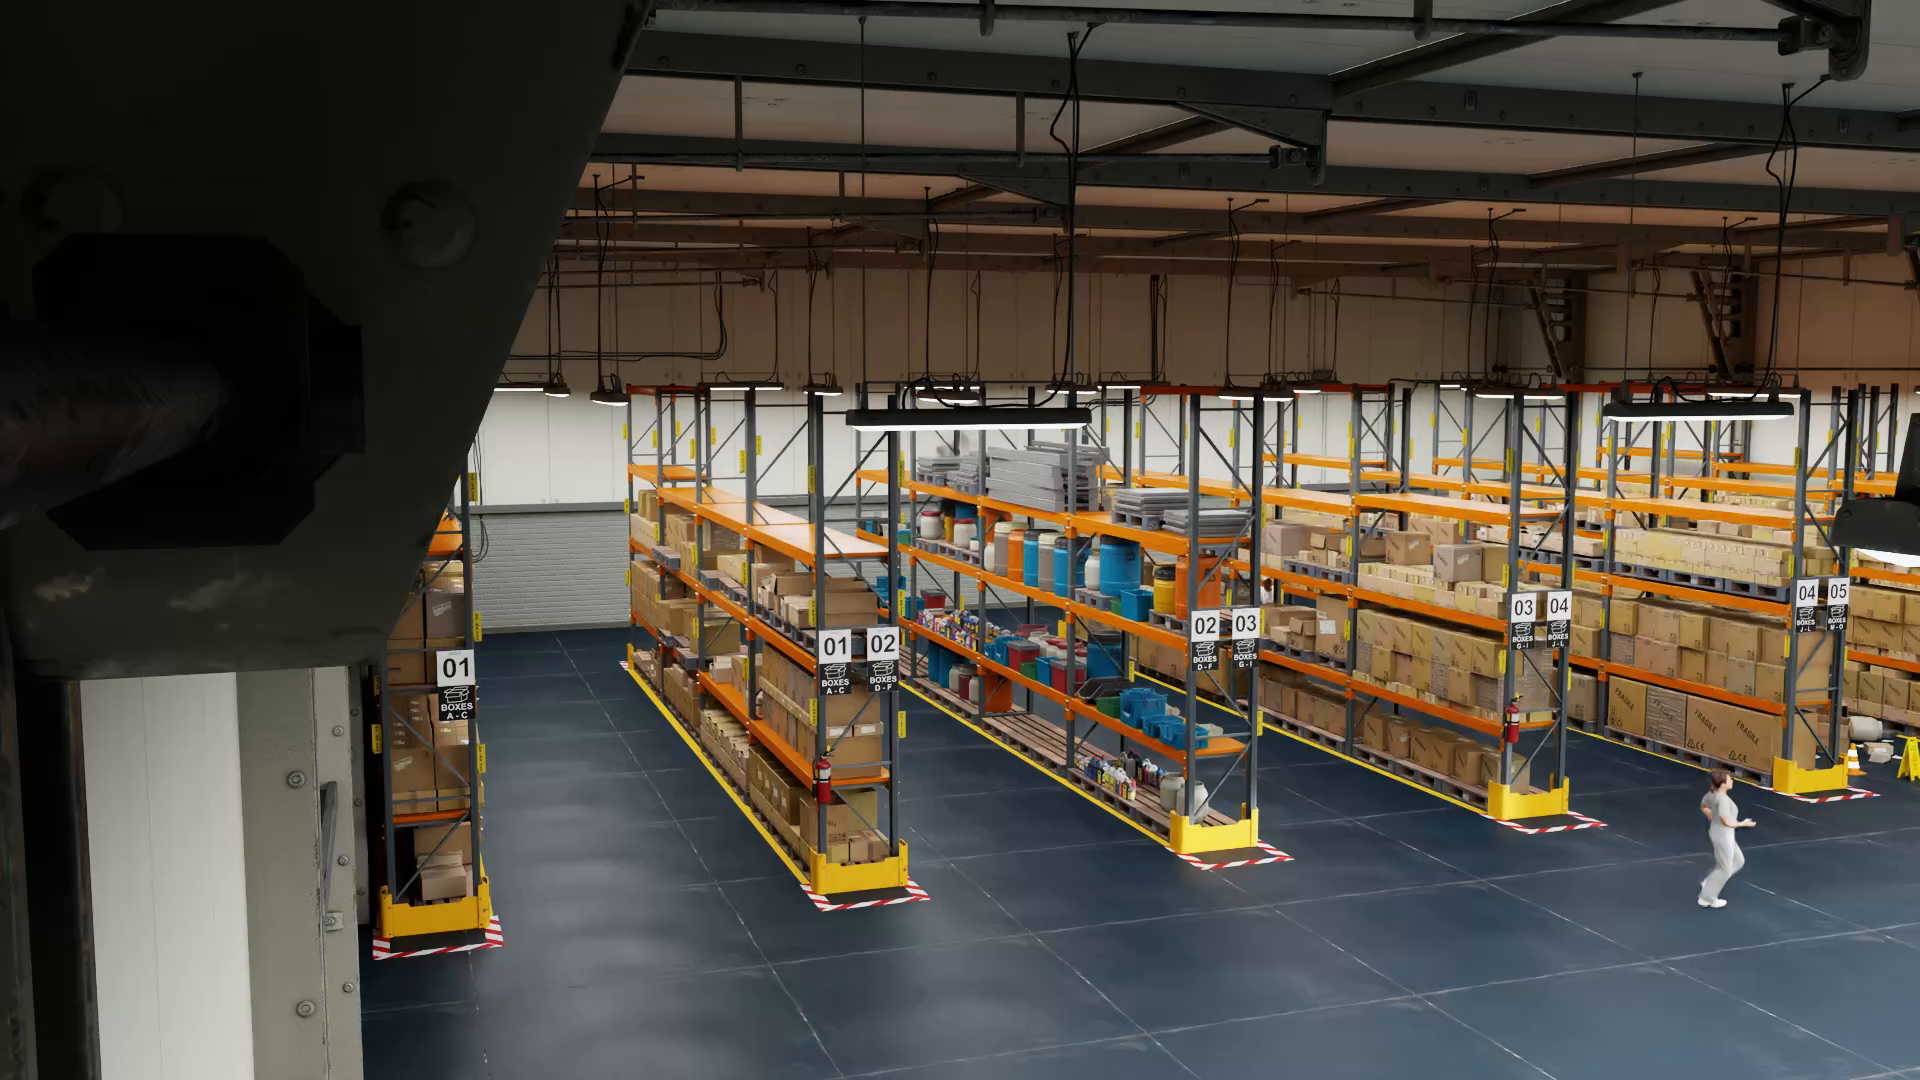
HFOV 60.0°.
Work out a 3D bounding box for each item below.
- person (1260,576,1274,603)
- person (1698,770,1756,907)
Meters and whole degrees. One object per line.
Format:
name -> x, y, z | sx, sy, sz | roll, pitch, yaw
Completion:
person -> 6.812, 1.649, 36.994 | 0.688, 1.773, 0.840 | -2, 6, -16
person -> 8.986, 3.494, 19.488 | 0.571, 1.628, 0.552 | 1, 6, 12
